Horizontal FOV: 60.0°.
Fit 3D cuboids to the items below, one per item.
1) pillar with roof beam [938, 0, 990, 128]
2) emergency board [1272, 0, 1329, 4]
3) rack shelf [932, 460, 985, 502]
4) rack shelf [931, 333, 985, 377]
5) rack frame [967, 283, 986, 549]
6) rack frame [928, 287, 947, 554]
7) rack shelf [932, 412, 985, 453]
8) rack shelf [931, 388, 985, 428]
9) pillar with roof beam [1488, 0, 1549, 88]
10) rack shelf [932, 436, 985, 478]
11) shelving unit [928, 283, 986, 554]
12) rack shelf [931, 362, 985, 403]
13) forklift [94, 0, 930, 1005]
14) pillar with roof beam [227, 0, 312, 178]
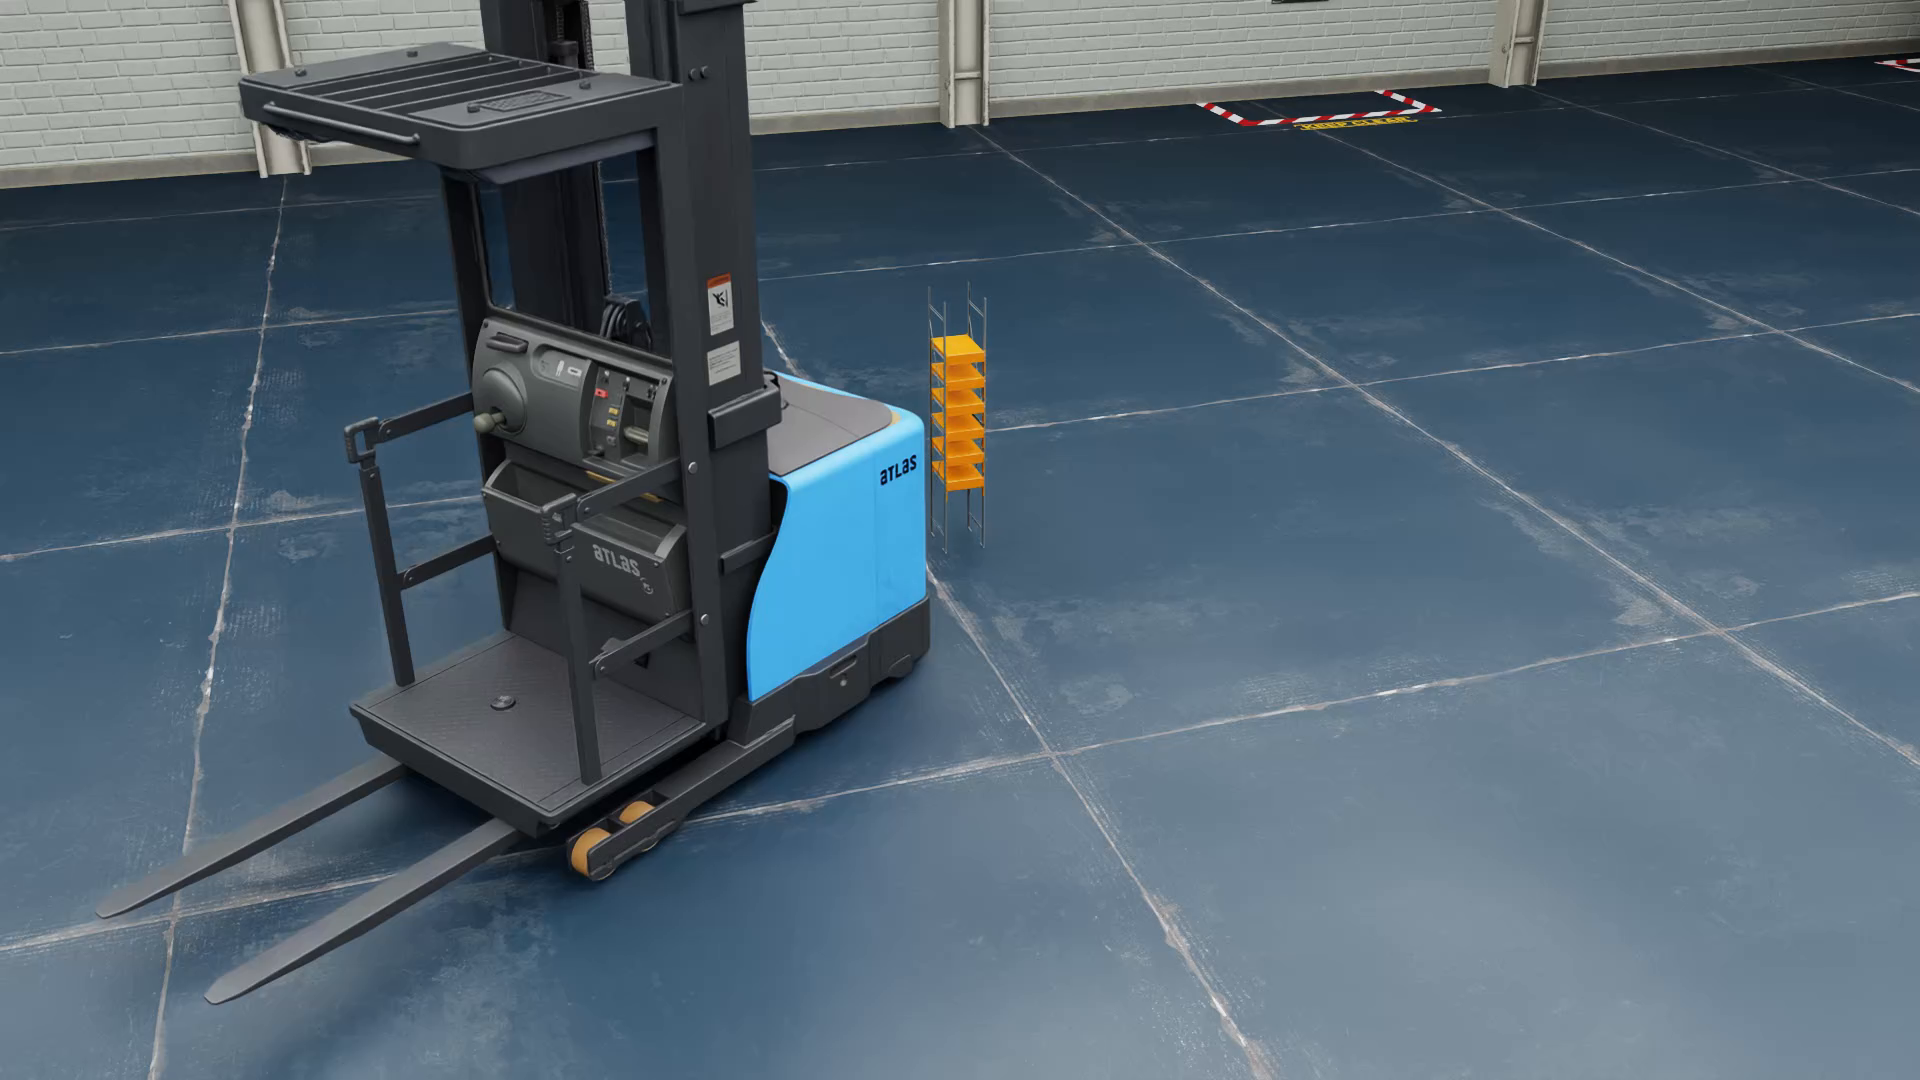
[{"bbox_3d":[1.371,-6.136,9.990,0.400,9.000,9.100,-8,28,-16],"label":"pillar with roof beam"},{"bbox_3d":[3.367,-5.778,16.015,0.626,1.169,0.157,-8,28,-16],"label":"emergency board"},{"bbox_3d":[-0.014,-0.281,7.606,0.180,0.103,0.258,-8,28,-16],"label":"rack shelf"},{"bbox_3d":[-0.014,-0.818,7.339,0.180,0.103,0.258,-8,28,-16],"label":"rack shelf"},{"bbox_3d":[0.073,-0.548,7.505,0.006,1.200,0.240,-8,28,-16],"label":"rack frame"},{"bbox_3d":[-0.101,-0.523,7.454,0.006,1.200,0.240,-8,28,-16],"label":"rack frame"},{"bbox_3d":[-0.014,-0.496,7.499,0.180,0.103,0.258,-8,28,-16],"label":"rack shelf"},{"bbox_3d":[-0.014,-0.603,7.446,0.180,0.103,0.258,-8,28,-16],"label":"rack shelf"},{"bbox_3d":[7.076,-6.962,11.654,0.400,9.000,9.100,-8,28,-16],"label":"pillar with roof beam"},{"bbox_3d":[-0.014,-0.388,7.552,0.180,0.103,0.258,-8,28,-16],"label":"rack shelf"},{"bbox_3d":[-0.014,-0.535,7.479,0.189,1.200,0.258,-8,28,-16],"label":"shelving unit"},{"bbox_3d":[-0.014,-0.711,7.392,0.180,0.103,0.258,-8,28,-16],"label":"rack shelf"},{"bbox_3d":[-1.419,-0.440,5.340,1.130,2.935,3.031,19,32,33],"label":"forklift"},{"bbox_3d":[-4.334,-5.310,8.326,0.400,9.000,9.100,-8,28,-16],"label":"pillar with roof beam"}]
